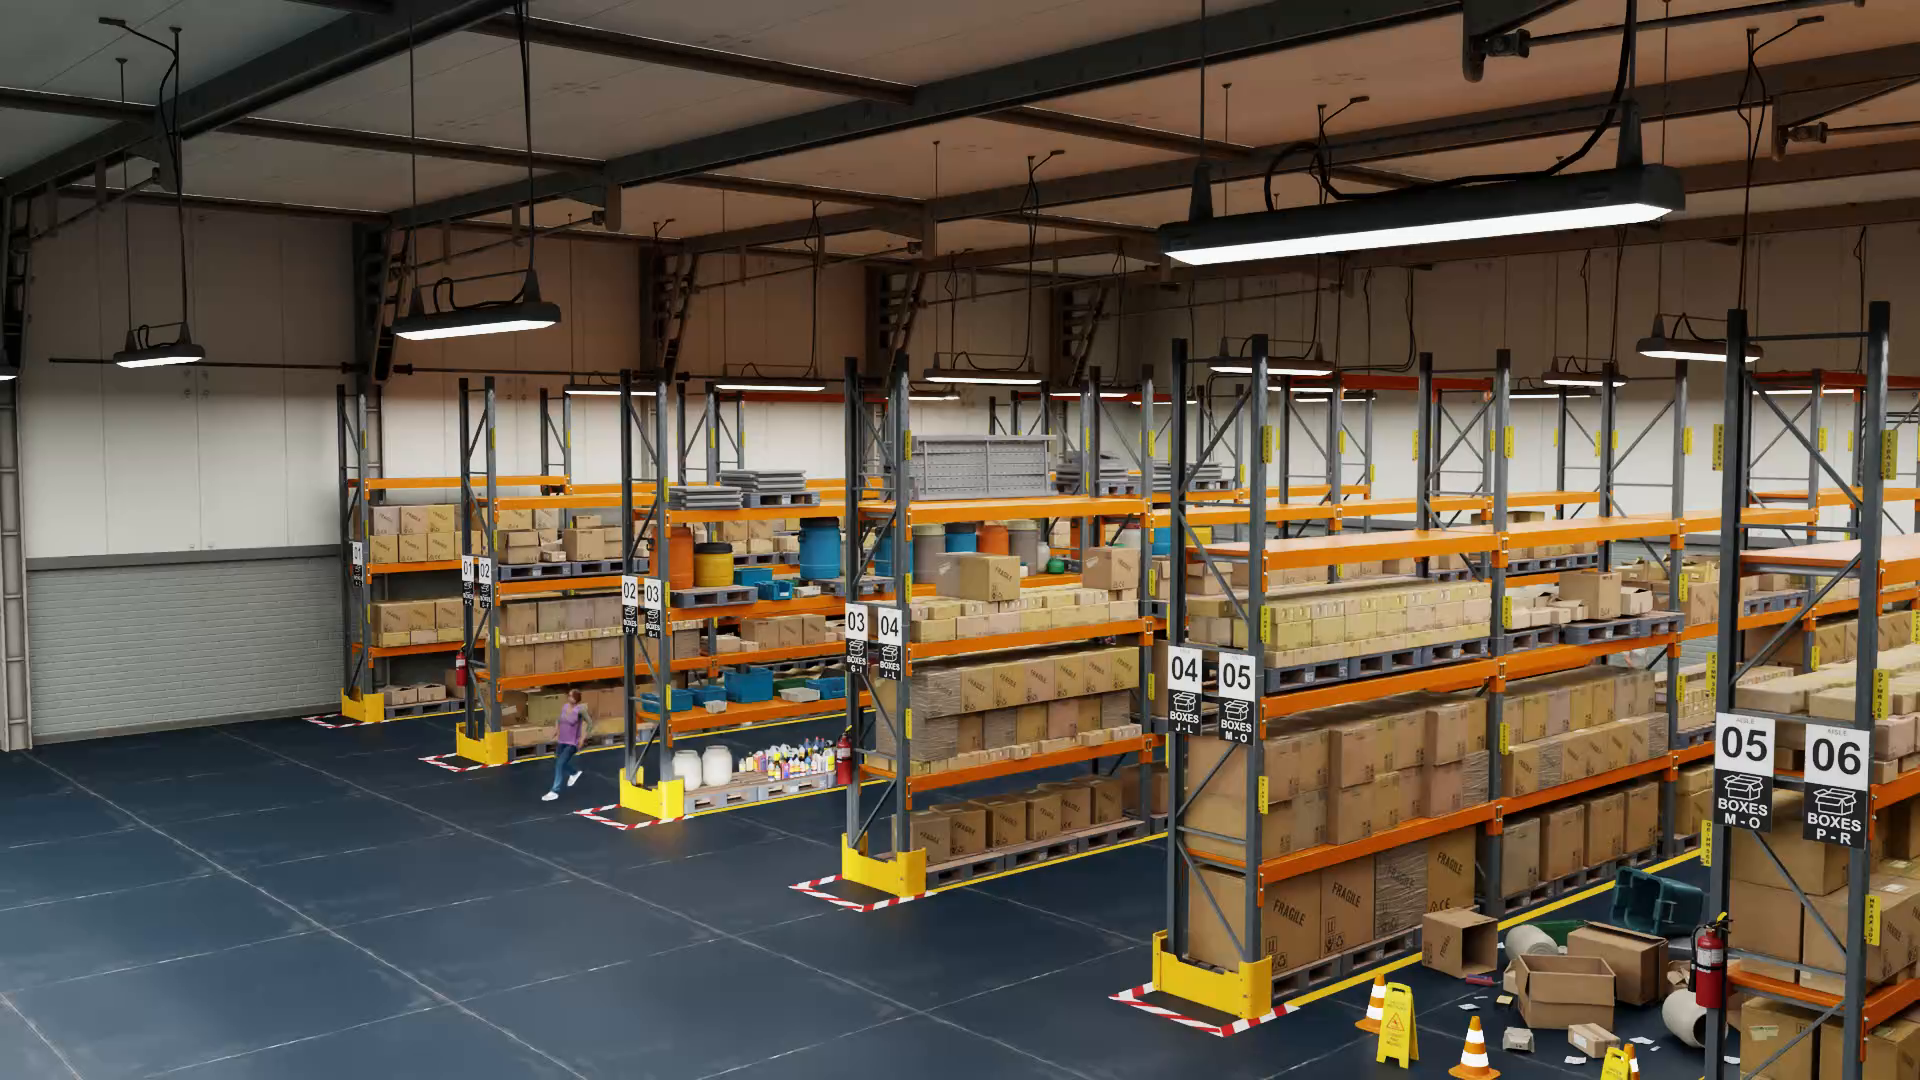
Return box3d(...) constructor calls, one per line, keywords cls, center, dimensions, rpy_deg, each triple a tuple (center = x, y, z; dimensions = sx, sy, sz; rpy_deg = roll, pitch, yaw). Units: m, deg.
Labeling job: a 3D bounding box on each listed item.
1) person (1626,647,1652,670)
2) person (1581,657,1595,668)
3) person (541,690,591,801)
box3d(cls="person", center=(12.138, 2.394, 29.689), dimensions=(0.575, 1.674, 0.678), rpy_deg=(-1, 4, -15))
box3d(cls="person", center=(9.919, 2.567, 26.177), dimensions=(0.640, 1.730, 0.633), rpy_deg=(3, 5, 39))
box3d(cls="person", center=(-5.477, 2.863, 23.336), dimensions=(0.594, 1.538, 0.705), rpy_deg=(2, 4, 26))
